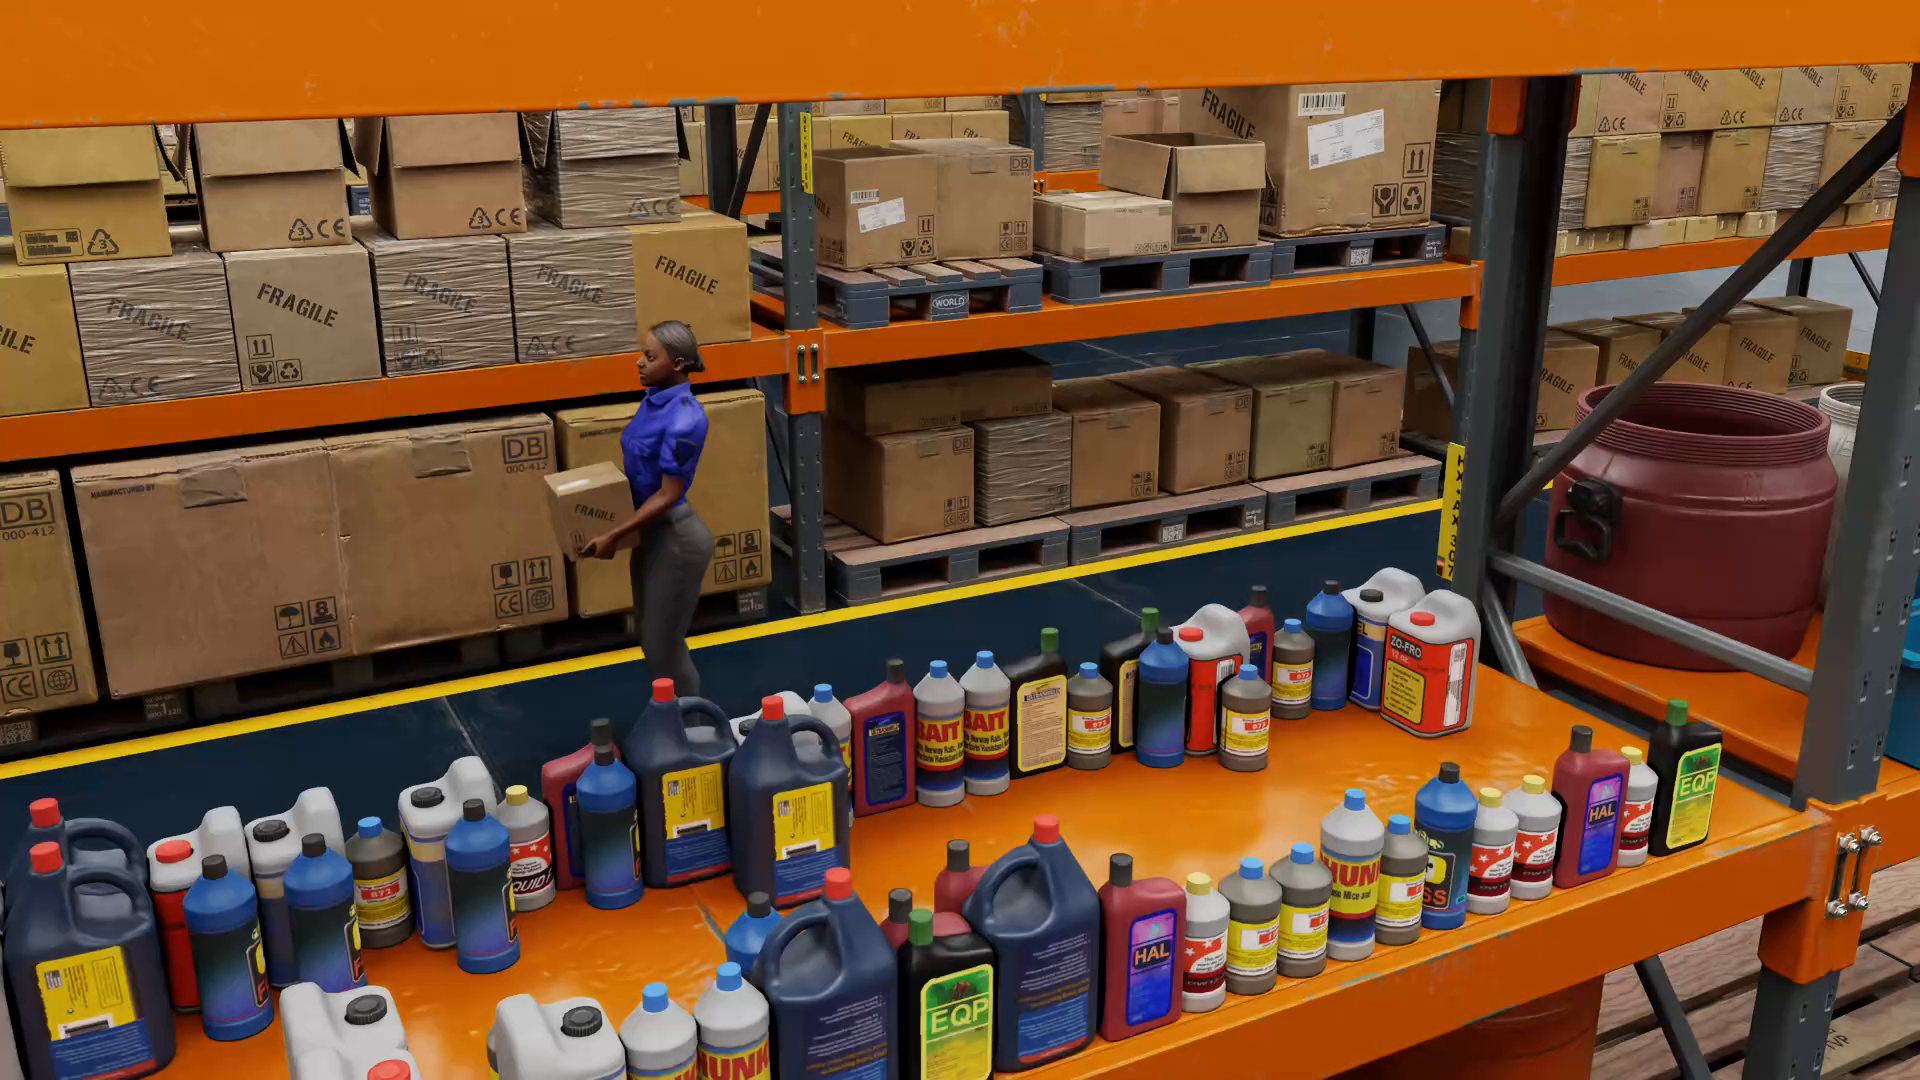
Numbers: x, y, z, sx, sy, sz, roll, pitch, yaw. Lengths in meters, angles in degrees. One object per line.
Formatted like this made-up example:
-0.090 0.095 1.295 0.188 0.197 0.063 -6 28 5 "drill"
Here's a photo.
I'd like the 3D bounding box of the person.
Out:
-1.132 0.036 5.977 0.510 1.651 0.451 -8 20 -23 "person"
